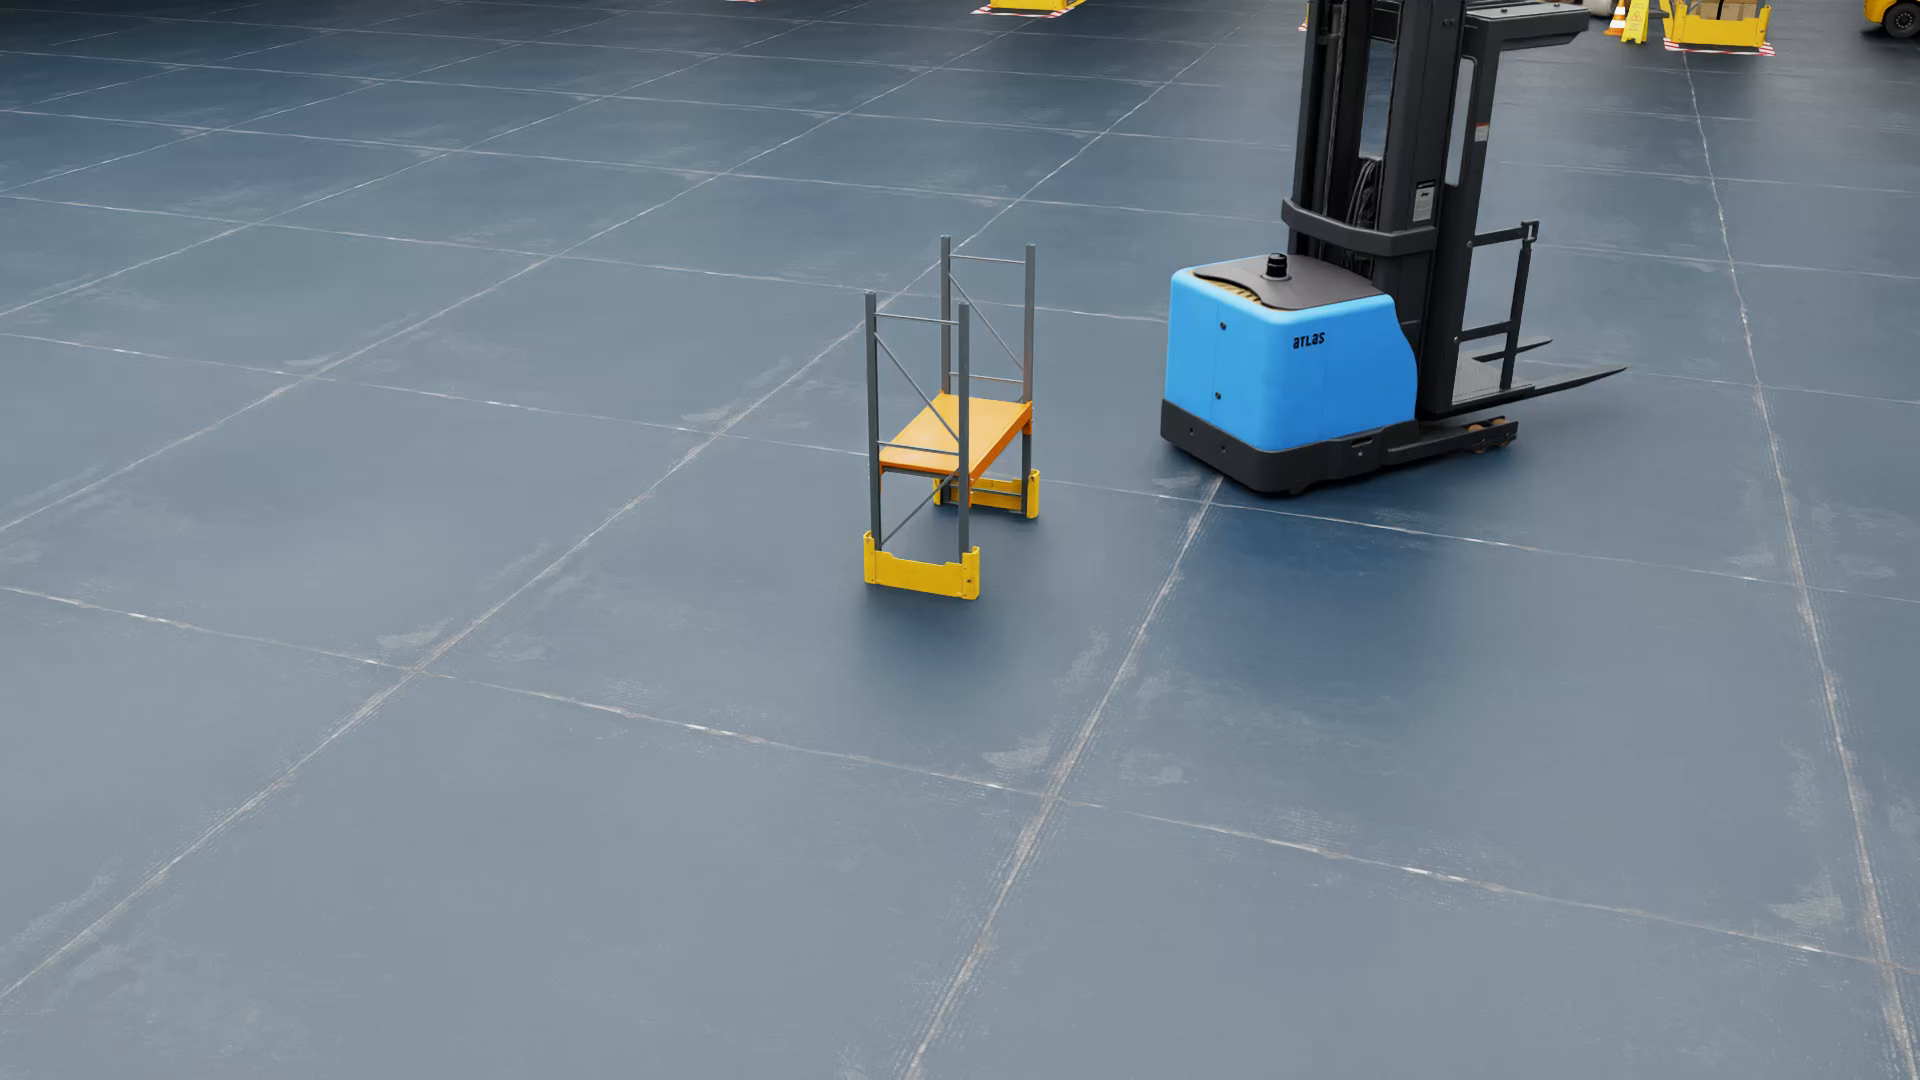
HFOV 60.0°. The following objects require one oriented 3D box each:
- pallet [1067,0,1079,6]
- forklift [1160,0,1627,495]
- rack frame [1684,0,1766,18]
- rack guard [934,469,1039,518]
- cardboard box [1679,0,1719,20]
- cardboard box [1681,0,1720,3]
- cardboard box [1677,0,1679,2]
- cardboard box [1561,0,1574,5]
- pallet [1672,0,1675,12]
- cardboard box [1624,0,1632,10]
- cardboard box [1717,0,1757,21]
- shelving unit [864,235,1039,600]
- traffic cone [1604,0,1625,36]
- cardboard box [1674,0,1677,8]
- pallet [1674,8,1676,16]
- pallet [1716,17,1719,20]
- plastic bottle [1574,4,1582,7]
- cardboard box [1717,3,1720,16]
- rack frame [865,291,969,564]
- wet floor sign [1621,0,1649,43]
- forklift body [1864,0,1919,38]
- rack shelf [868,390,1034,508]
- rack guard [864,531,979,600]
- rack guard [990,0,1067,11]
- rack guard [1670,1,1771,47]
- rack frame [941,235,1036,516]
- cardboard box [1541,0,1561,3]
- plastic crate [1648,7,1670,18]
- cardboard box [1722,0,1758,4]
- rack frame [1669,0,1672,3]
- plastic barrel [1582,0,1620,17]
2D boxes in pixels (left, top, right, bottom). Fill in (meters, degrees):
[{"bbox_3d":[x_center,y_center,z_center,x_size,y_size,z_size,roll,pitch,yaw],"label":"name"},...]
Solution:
[{"bbox_3d":[1.367,-8.706,26.489,1.003,0.211,1.213,9,27,17],"label":"pallet"},{"bbox_3d":[2.728,-2.017,9.553,3.031,2.935,1.130,-14,29,-26],"label":"forklift"},{"bbox_3d":[10.383,-8.164,22.170,1.000,3.000,0.127,9,27,17],"label":"rack frame"},{"bbox_3d":[0.140,-0.286,9.054,0.587,0.250,0.087,9,27,17],"label":"rack guard"},{"bbox_3d":[10.406,-7.497,23.465,0.500,0.250,0.500,9,27,17],"label":"cardboard box"},{"bbox_3d":[10.404,-7.820,23.272,0.500,0.500,0.500,9,27,18],"label":"cardboard box"},{"bbox_3d":[10.578,-7.699,23.882,0.500,0.250,0.500,9,27,18],"label":"cardboard box"},{"bbox_3d":[9.419,-8.554,26.112,0.258,0.266,0.396,-9,27,-18],"label":"cardboard box"},{"bbox_3d":[11.524,-8.272,25.592,1.003,0.211,1.213,9,27,17],"label":"pallet"},{"bbox_3d":[10.074,-8.441,25.607,0.500,0.500,0.500,-14,29,-27],"label":"cardboard box"},{"bbox_3d":[10.912,-7.407,23.280,0.500,0.250,0.500,9,27,17],"label":"cardboard box"},{"bbox_3d":[-0.025,-0.644,8.358,0.587,1.500,1.083,9,27,17],"label":"shelving unit"},{"bbox_3d":[9.310,-7.386,23.474,0.336,0.463,0.334,9,27,17],"label":"traffic cone"},{"bbox_3d":[10.747,-7.914,24.327,0.500,0.250,0.500,8,27,16],"label":"cardboard box"},{"bbox_3d":[11.120,-7.769,24.553,1.003,0.211,1.213,9,27,17],"label":"pallet"},{"bbox_3d":[10.712,-7.269,23.521,1.003,0.211,1.213,9,27,17],"label":"pallet"},{"bbox_3d":[9.516,-8.227,25.672,0.133,0.061,0.283,14,29,26],"label":"plastic bottle"},{"bbox_3d":[11.089,-7.616,23.711,0.500,0.250,0.500,10,27,19],"label":"cardboard box"},{"bbox_3d":[-0.198,-0.431,7.919,0.500,1.500,0.032,9,27,17],"label":"rack frame"},{"bbox_3d":[9.311,-7.182,22.842,0.267,0.644,0.232,20,32,35],"label":"wet floor sign"},{"bbox_3d":[13.976,-8.108,23.027,2.313,2.155,1.214,9,27,17],"label":"forklift body"},{"bbox_3d":[-0.028,-0.478,8.429,0.538,0.185,1.000,9,27,17],"label":"rack shelf"},{"bbox_3d":[-0.191,0.123,8.208,0.587,0.250,0.087,9,27,17],"label":"rack guard"},{"bbox_3d":[1.063,-8.508,25.747,1.175,0.500,0.348,9,27,17],"label":"rack guard"},{"bbox_3d":[10.408,-7.070,22.779,1.175,0.500,0.348,9,27,17],"label":"rack guard"},{"bbox_3d":[0.141,-0.849,8.782,0.500,1.500,0.032,9,27,17],"label":"rack frame"},{"bbox_3d":[8.580,-8.130,24.963,0.797,0.503,0.637,-9,27,-18],"label":"cardboard box"},{"bbox_3d":[10.418,-7.968,25.114,0.402,0.080,0.583,0,26,-1],"label":"plastic crate"},{"bbox_3d":[10.920,-7.754,23.136,0.500,0.500,0.500,8,27,16],"label":"cardboard box"},{"bbox_3d":[11.714,-9.808,25.565,1.000,3.000,0.127,9,27,17],"label":"rack frame"},{"bbox_3d":[9.643,-8.073,24.938,0.421,0.421,0.512,-14,29,-27],"label":"plastic barrel"}]
